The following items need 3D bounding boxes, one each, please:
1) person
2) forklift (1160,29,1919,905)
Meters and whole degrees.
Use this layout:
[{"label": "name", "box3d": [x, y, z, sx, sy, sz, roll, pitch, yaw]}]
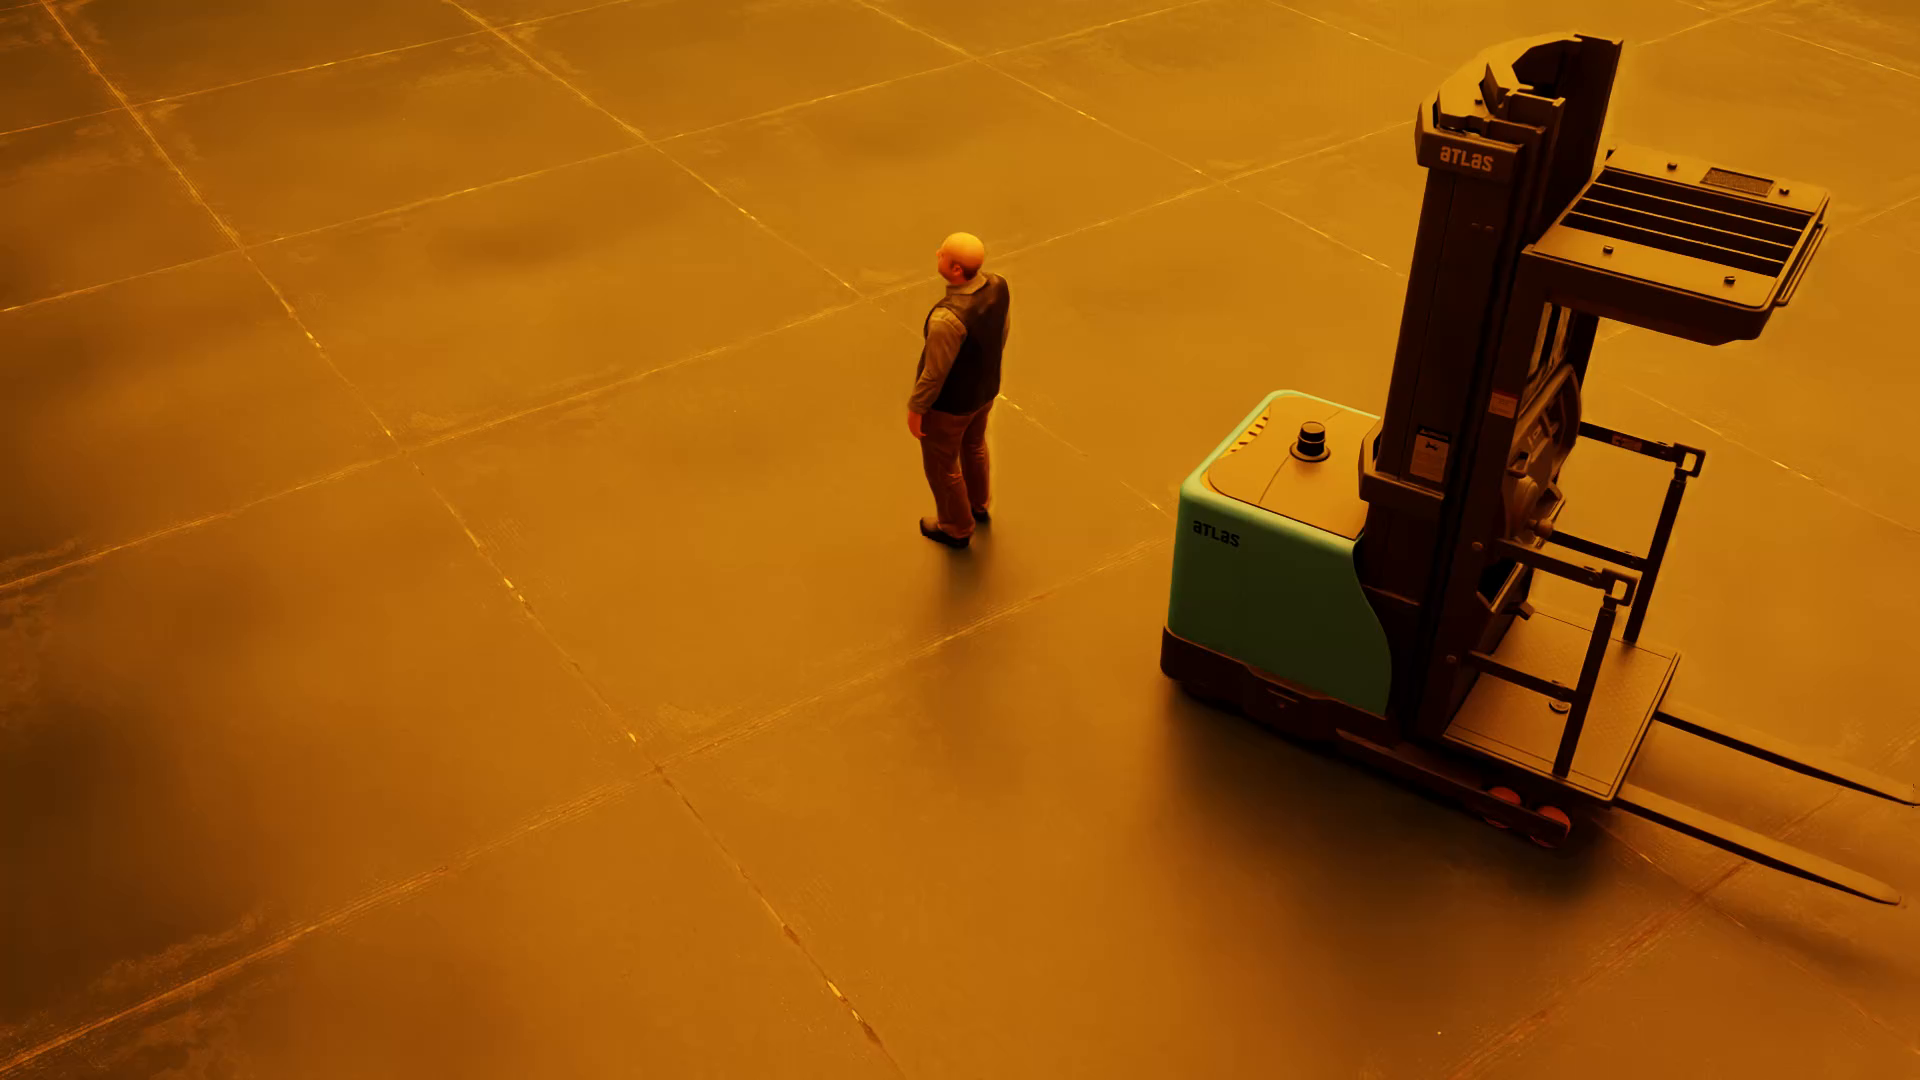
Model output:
[{"label": "person", "box3d": [-0.020, -0.714, 7.932, 0.476, 1.719, 0.698, 22, 42, 27]}, {"label": "forklift", "box3d": [2.417, -0.300, 6.350, 3.031, 2.935, 1.130, 21, 42, 26]}]
